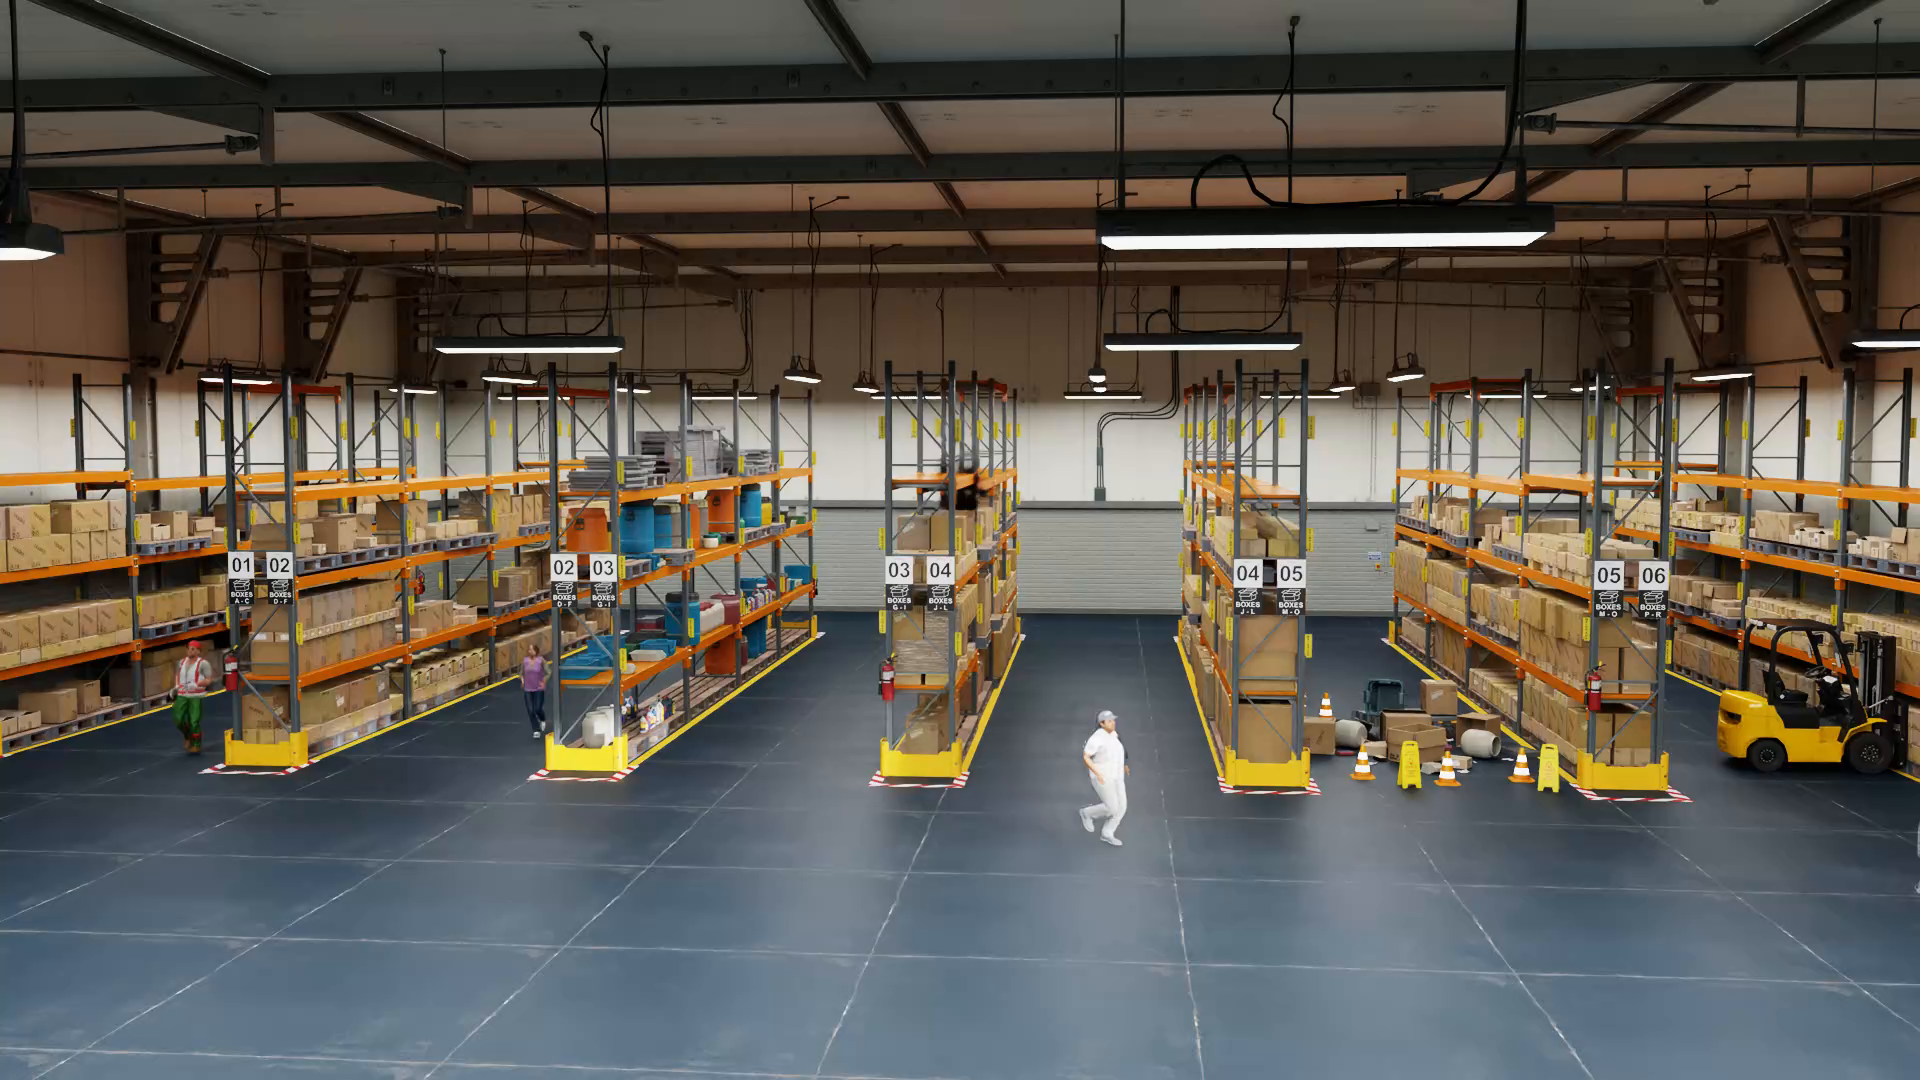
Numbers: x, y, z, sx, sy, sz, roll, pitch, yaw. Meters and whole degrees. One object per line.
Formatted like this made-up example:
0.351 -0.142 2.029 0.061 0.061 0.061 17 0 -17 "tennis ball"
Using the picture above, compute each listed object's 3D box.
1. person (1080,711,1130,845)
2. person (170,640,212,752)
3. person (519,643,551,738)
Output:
1.766 2.878 20.202 0.552 1.627 0.617 3 5 41 "person"
-11.910 2.428 25.711 0.642 1.738 0.599 0 4 1 "person"
-6.919 2.447 27.026 0.512 1.554 0.530 0 4 0 "person"
